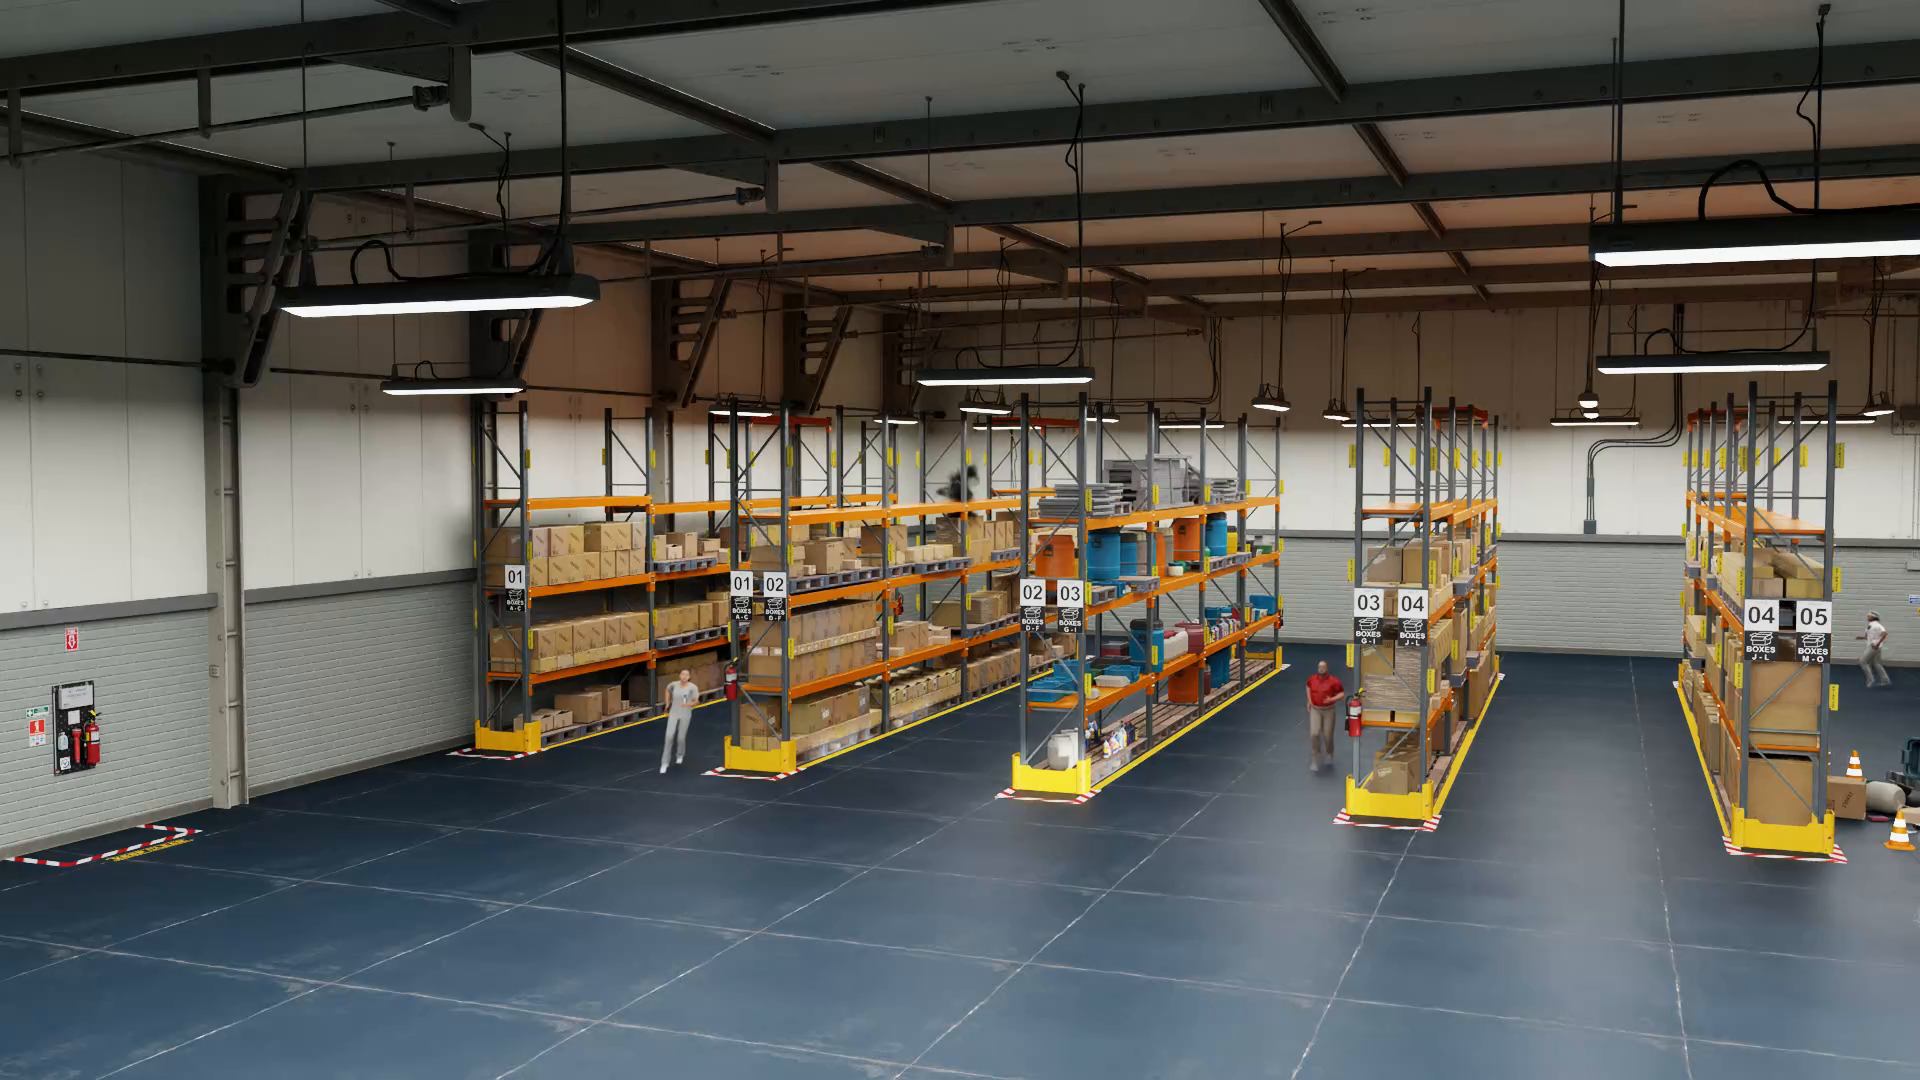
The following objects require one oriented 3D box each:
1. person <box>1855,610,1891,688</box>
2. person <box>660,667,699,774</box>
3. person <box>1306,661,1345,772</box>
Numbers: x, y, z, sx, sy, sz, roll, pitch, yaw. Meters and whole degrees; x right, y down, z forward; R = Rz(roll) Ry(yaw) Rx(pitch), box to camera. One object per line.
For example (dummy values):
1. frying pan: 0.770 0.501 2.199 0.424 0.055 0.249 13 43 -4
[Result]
1. person: 19.997 2.404 36.417 0.721 1.748 0.589 1 3 27
2. person: -4.489 2.845 26.819 0.590 1.633 0.893 0 3 -1
3. person: 5.910 2.835 26.962 0.650 1.768 0.852 1 3 21
